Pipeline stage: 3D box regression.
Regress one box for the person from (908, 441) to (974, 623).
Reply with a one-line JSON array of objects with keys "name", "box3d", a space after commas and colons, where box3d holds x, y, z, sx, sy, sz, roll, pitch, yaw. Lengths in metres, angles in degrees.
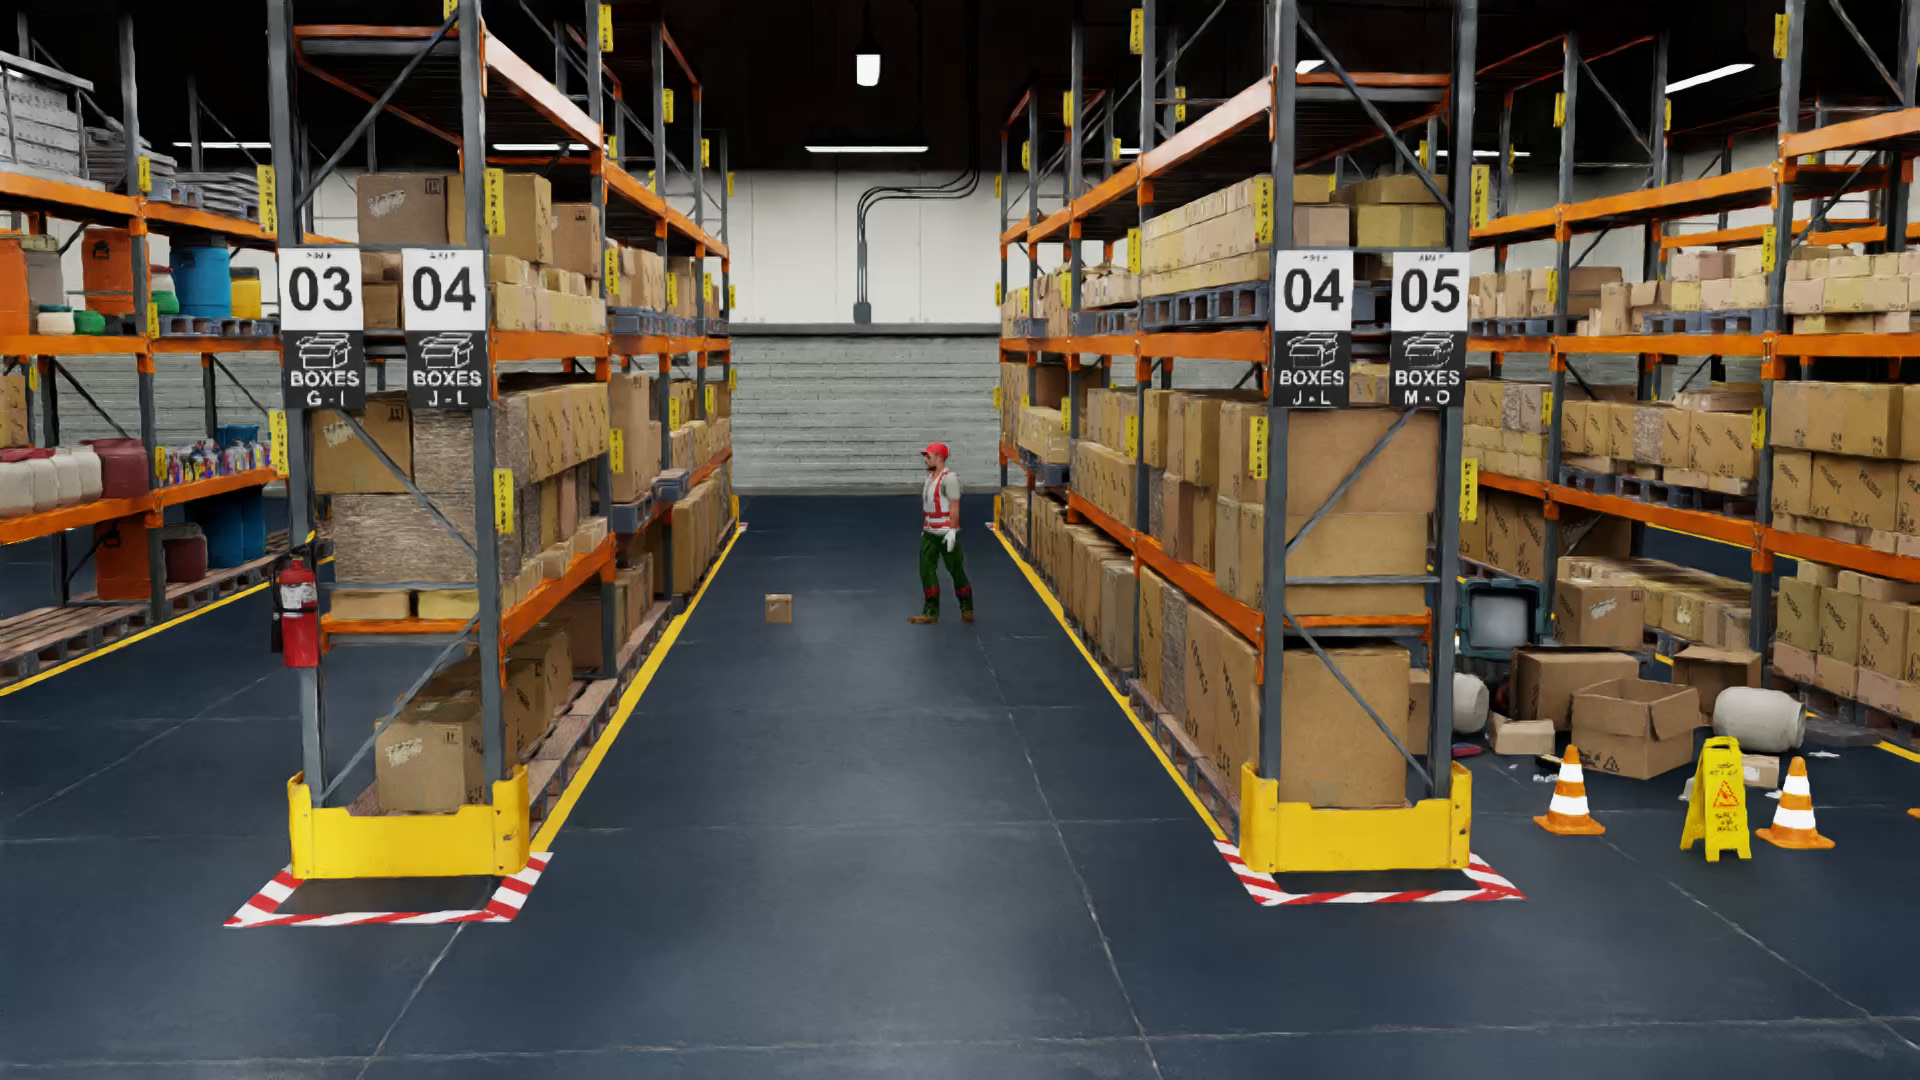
[{"name": "person", "box3d": [-0.184, -0.076, 16.300, 0.618, 1.783, 0.678, -4, 8, -33]}]
